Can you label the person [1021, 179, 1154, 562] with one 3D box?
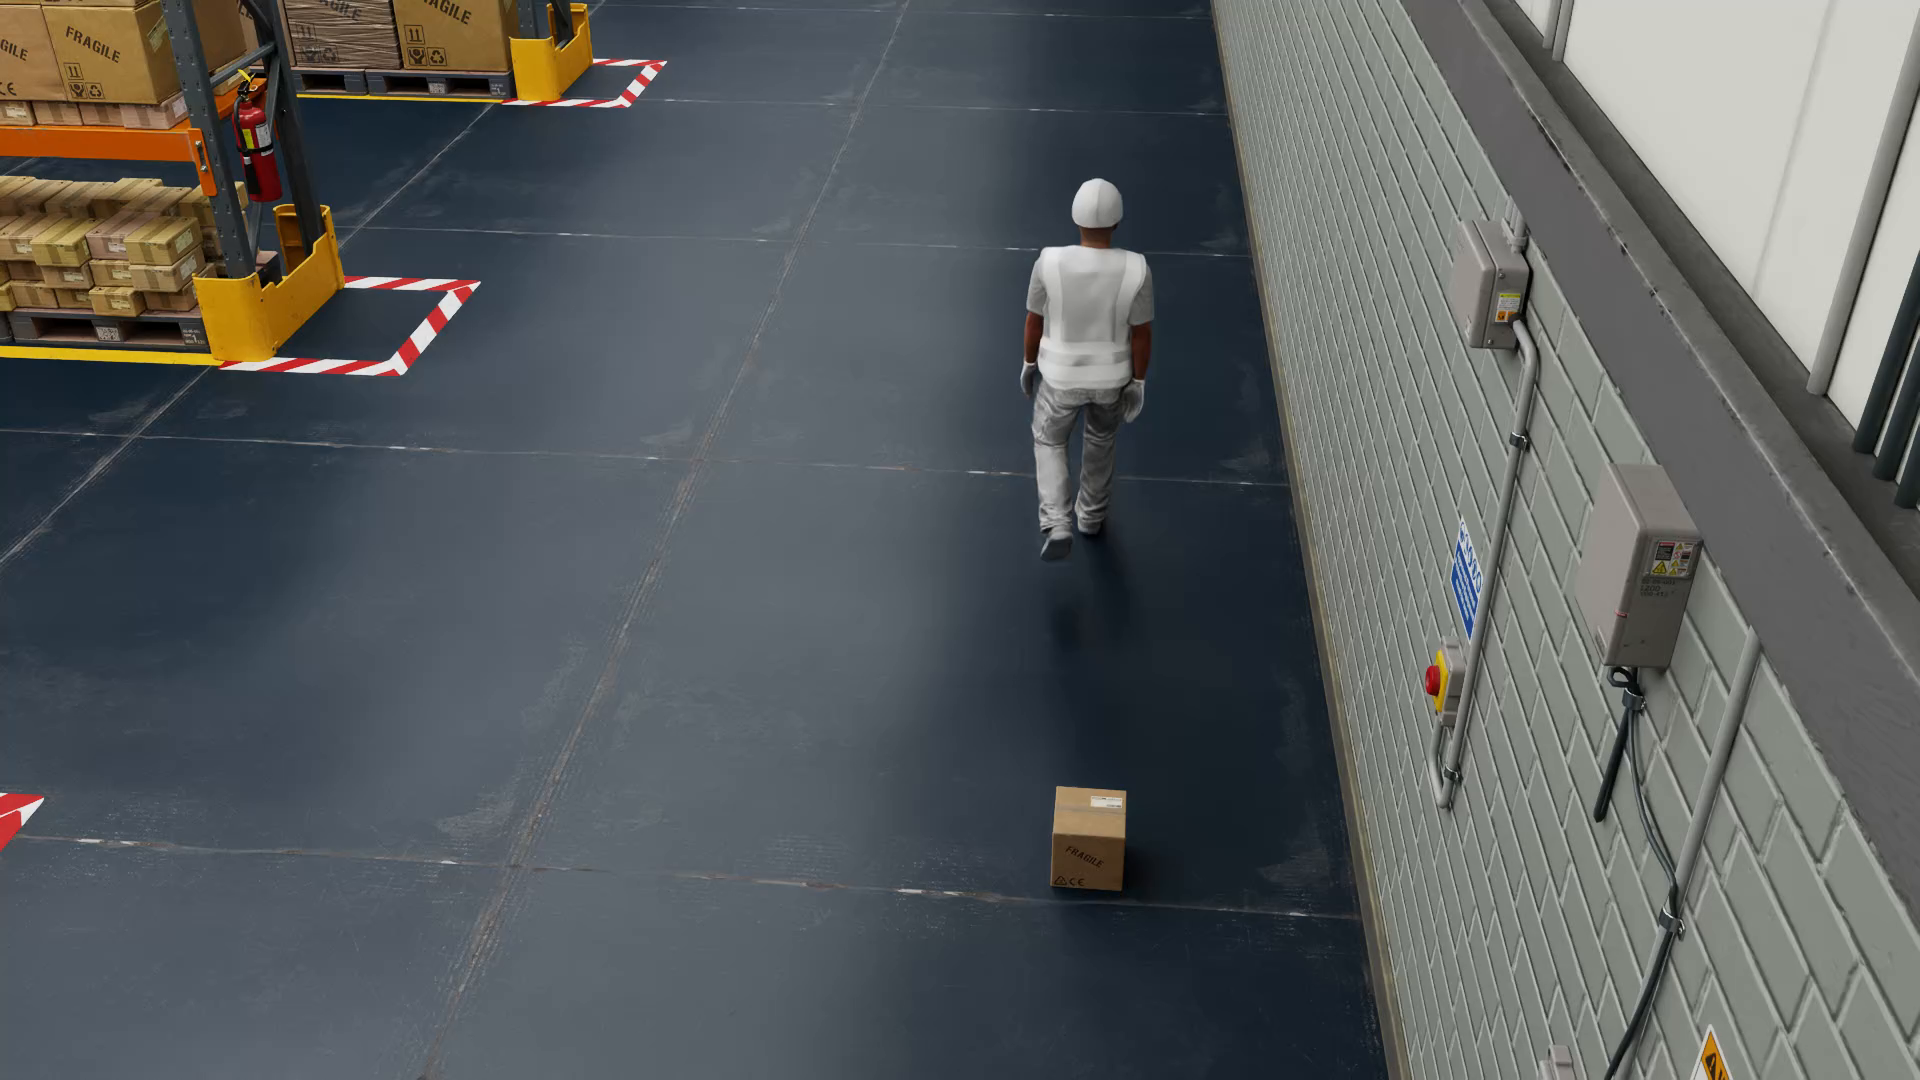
[{"bbox_3d":[0.545,-0.718,7.250,0.556,1.761,0.813,0,32,1],"label":"person"}]
